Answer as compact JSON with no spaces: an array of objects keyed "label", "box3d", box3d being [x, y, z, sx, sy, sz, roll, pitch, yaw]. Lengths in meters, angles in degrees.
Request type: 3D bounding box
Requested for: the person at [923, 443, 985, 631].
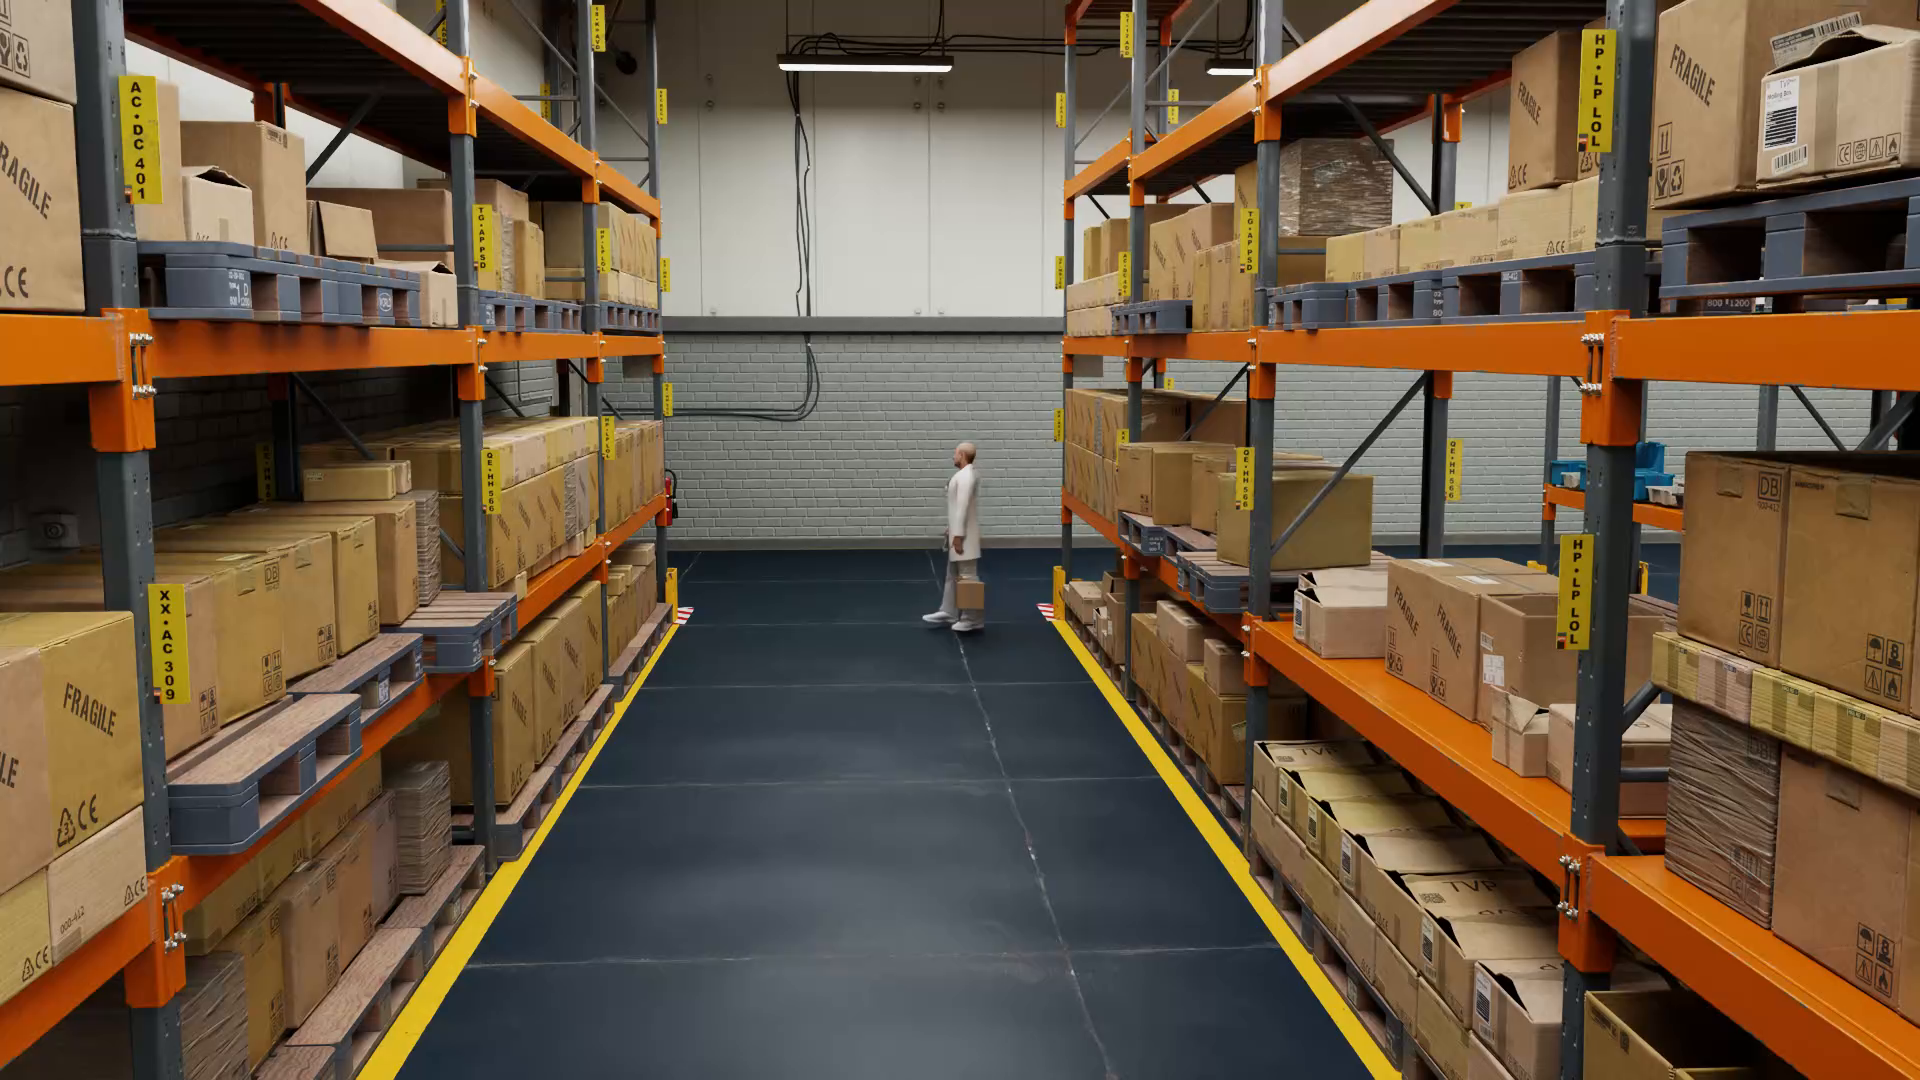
[{"label":"person","box3d":[-0.061,-0.042,15.949,0.597,1.783,0.623,0,7,0]}]
